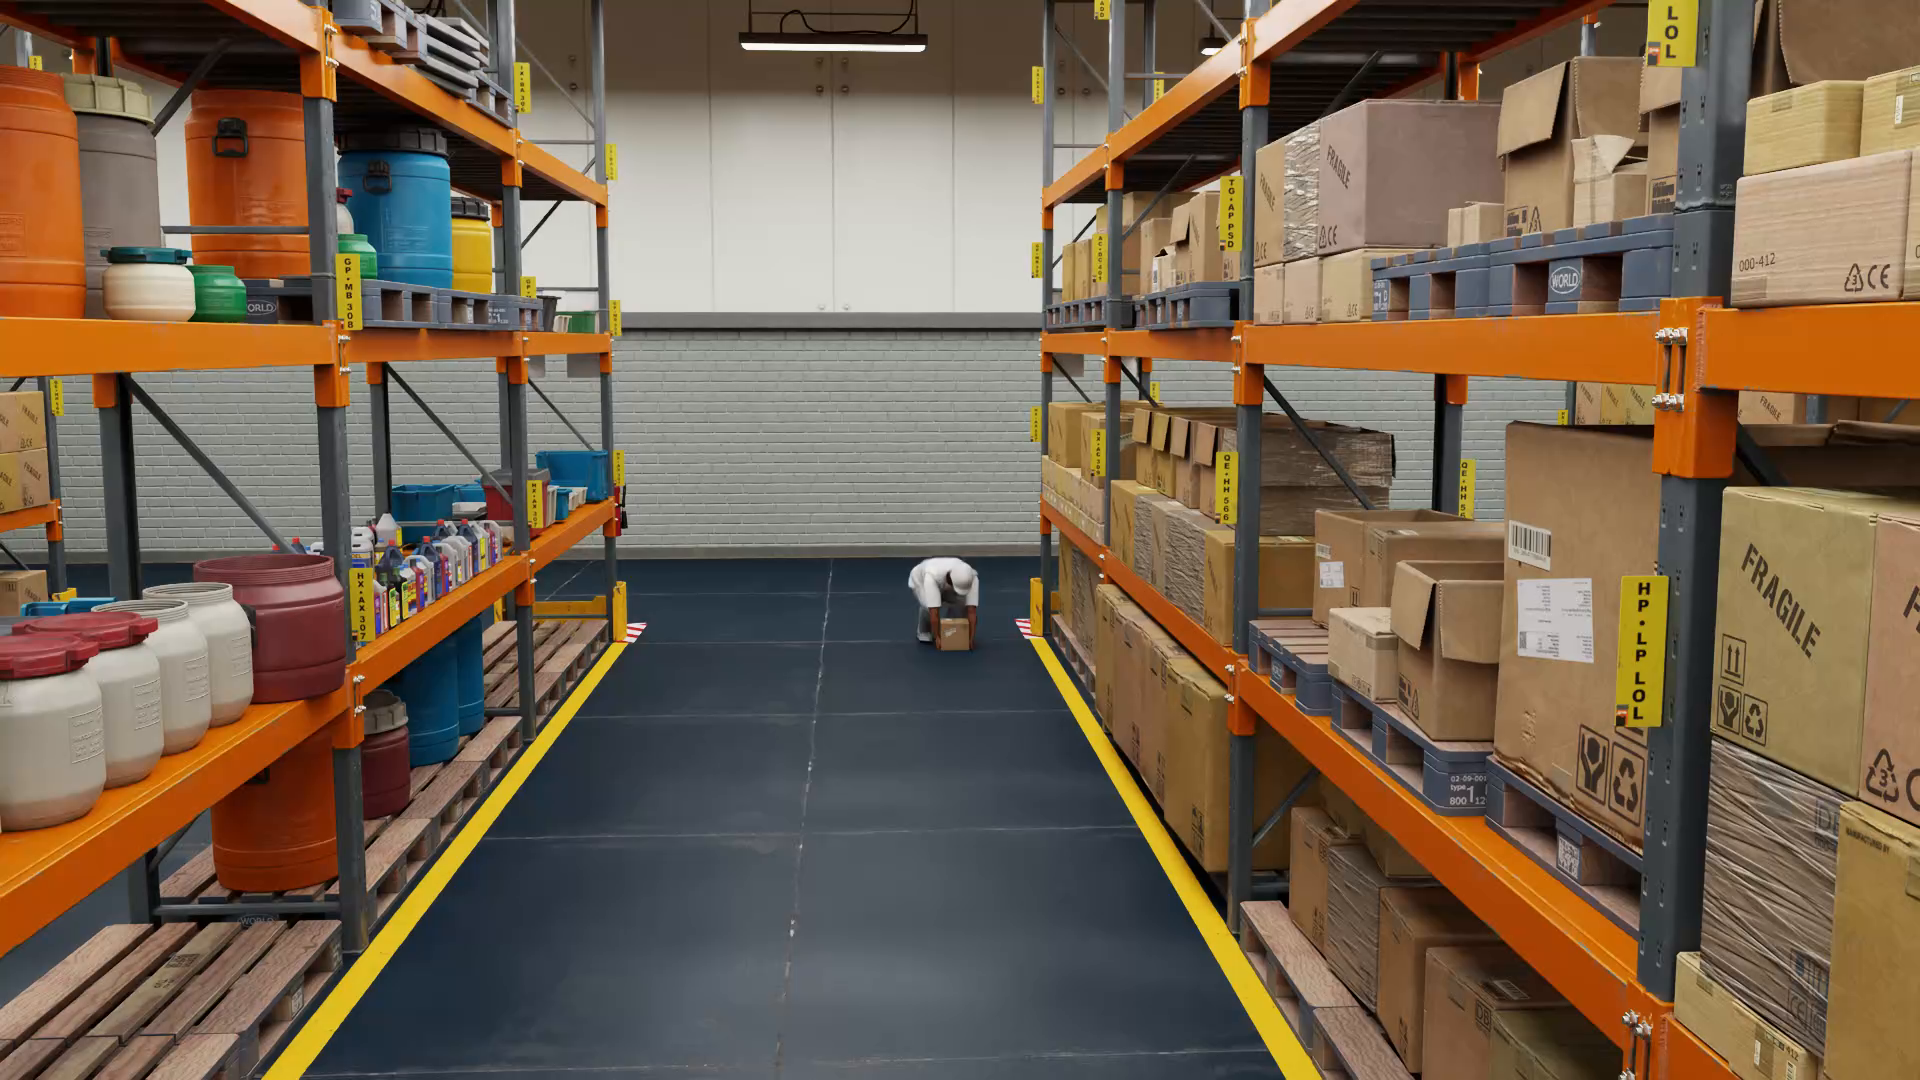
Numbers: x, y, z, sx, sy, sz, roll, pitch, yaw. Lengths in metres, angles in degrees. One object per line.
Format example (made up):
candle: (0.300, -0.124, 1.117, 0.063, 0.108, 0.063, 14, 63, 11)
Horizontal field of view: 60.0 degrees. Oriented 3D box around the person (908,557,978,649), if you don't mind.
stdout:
person: (-0.121, 0.556, 15.161, 0.525, 0.815, 0.966, -2, 7, -20)
